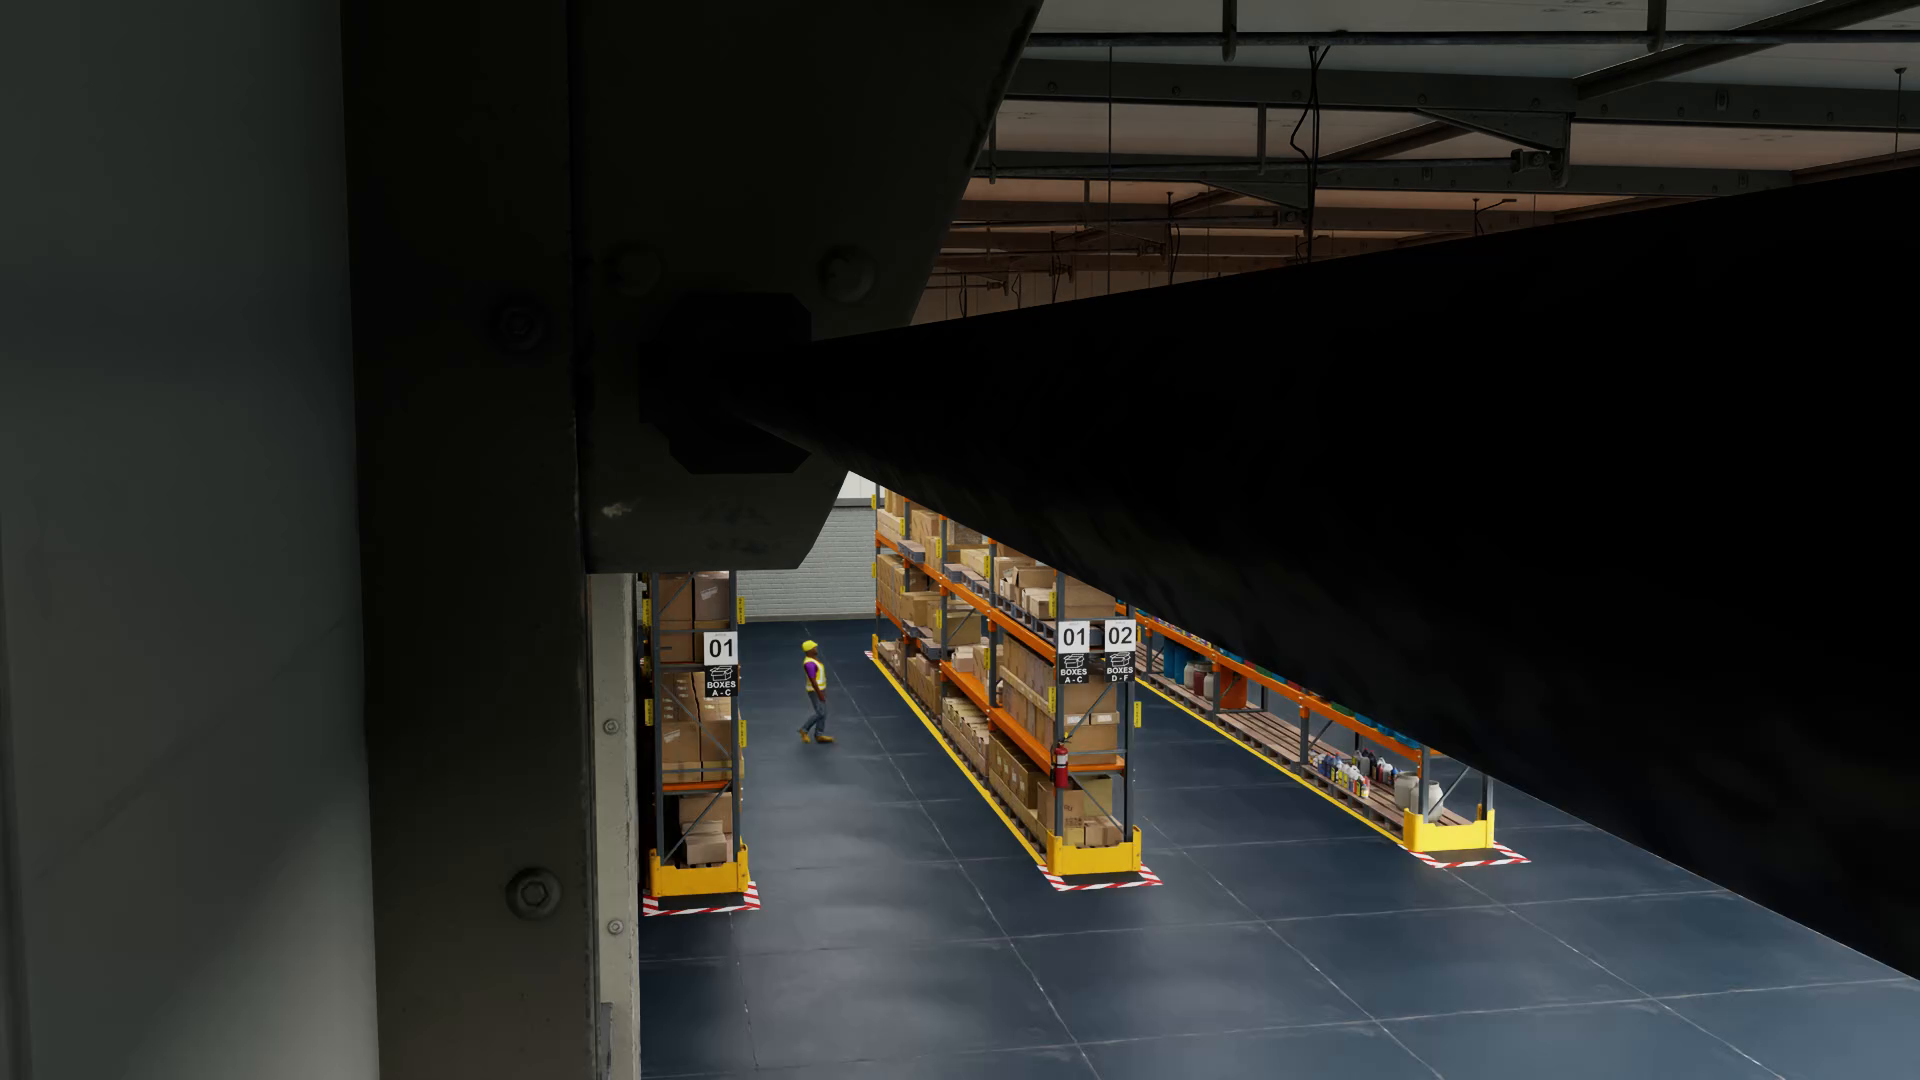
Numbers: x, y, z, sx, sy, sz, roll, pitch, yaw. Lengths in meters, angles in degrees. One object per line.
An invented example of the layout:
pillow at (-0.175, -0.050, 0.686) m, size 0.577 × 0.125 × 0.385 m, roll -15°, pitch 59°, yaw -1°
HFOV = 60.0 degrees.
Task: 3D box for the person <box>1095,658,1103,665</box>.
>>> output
person at (2.705, 1.976, 33.848) m, size 0.650 × 1.740 × 1.018 m, roll -1°, pitch 6°, yaw -8°

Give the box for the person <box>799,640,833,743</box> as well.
person at (-2.449, 2.569, 28.334) m, size 0.566 × 1.761 × 0.652 m, roll 1°, pitch 6°, yaw 12°
